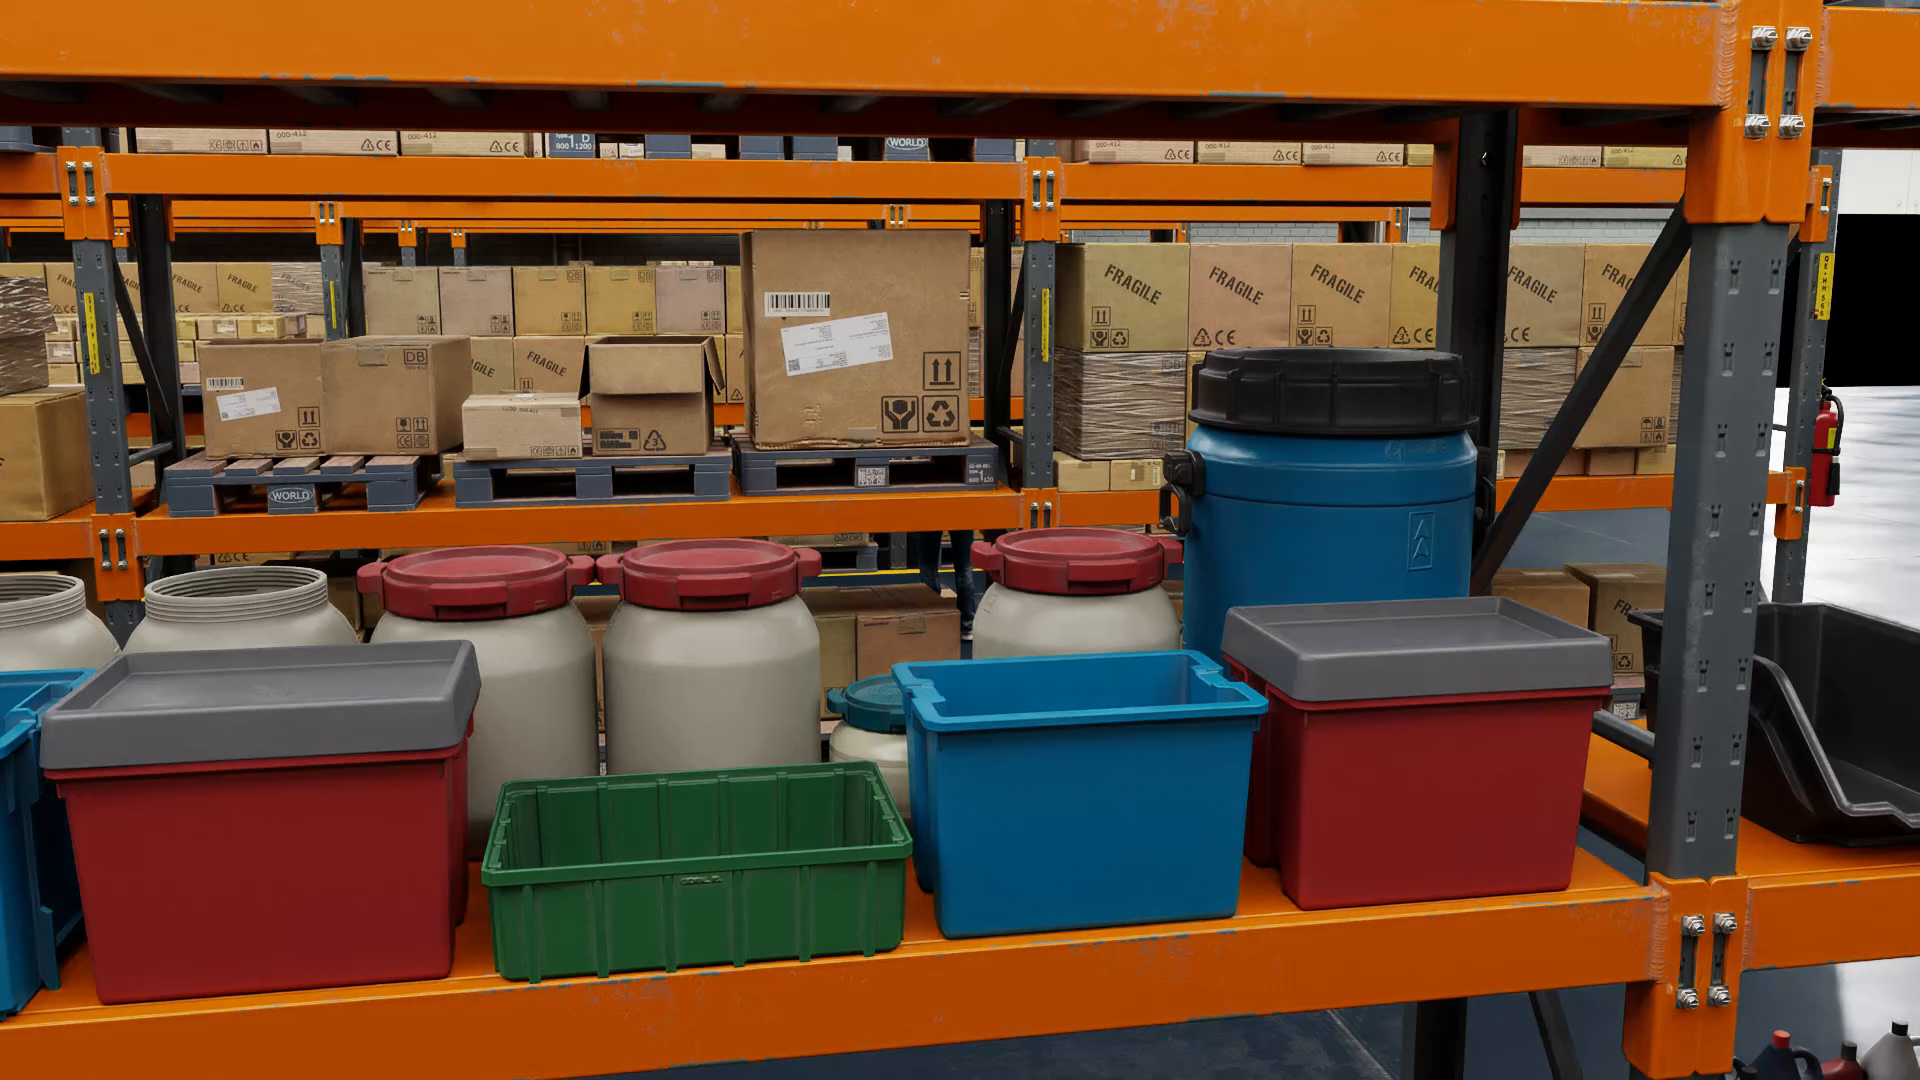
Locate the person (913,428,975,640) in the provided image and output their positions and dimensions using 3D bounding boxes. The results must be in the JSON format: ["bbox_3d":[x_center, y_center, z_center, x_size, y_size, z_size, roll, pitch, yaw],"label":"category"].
[{"bbox_3d":[-0.097,-0.156,10.327,0.464,1.592,0.346,-2,10,-11],"label":"person"}]
